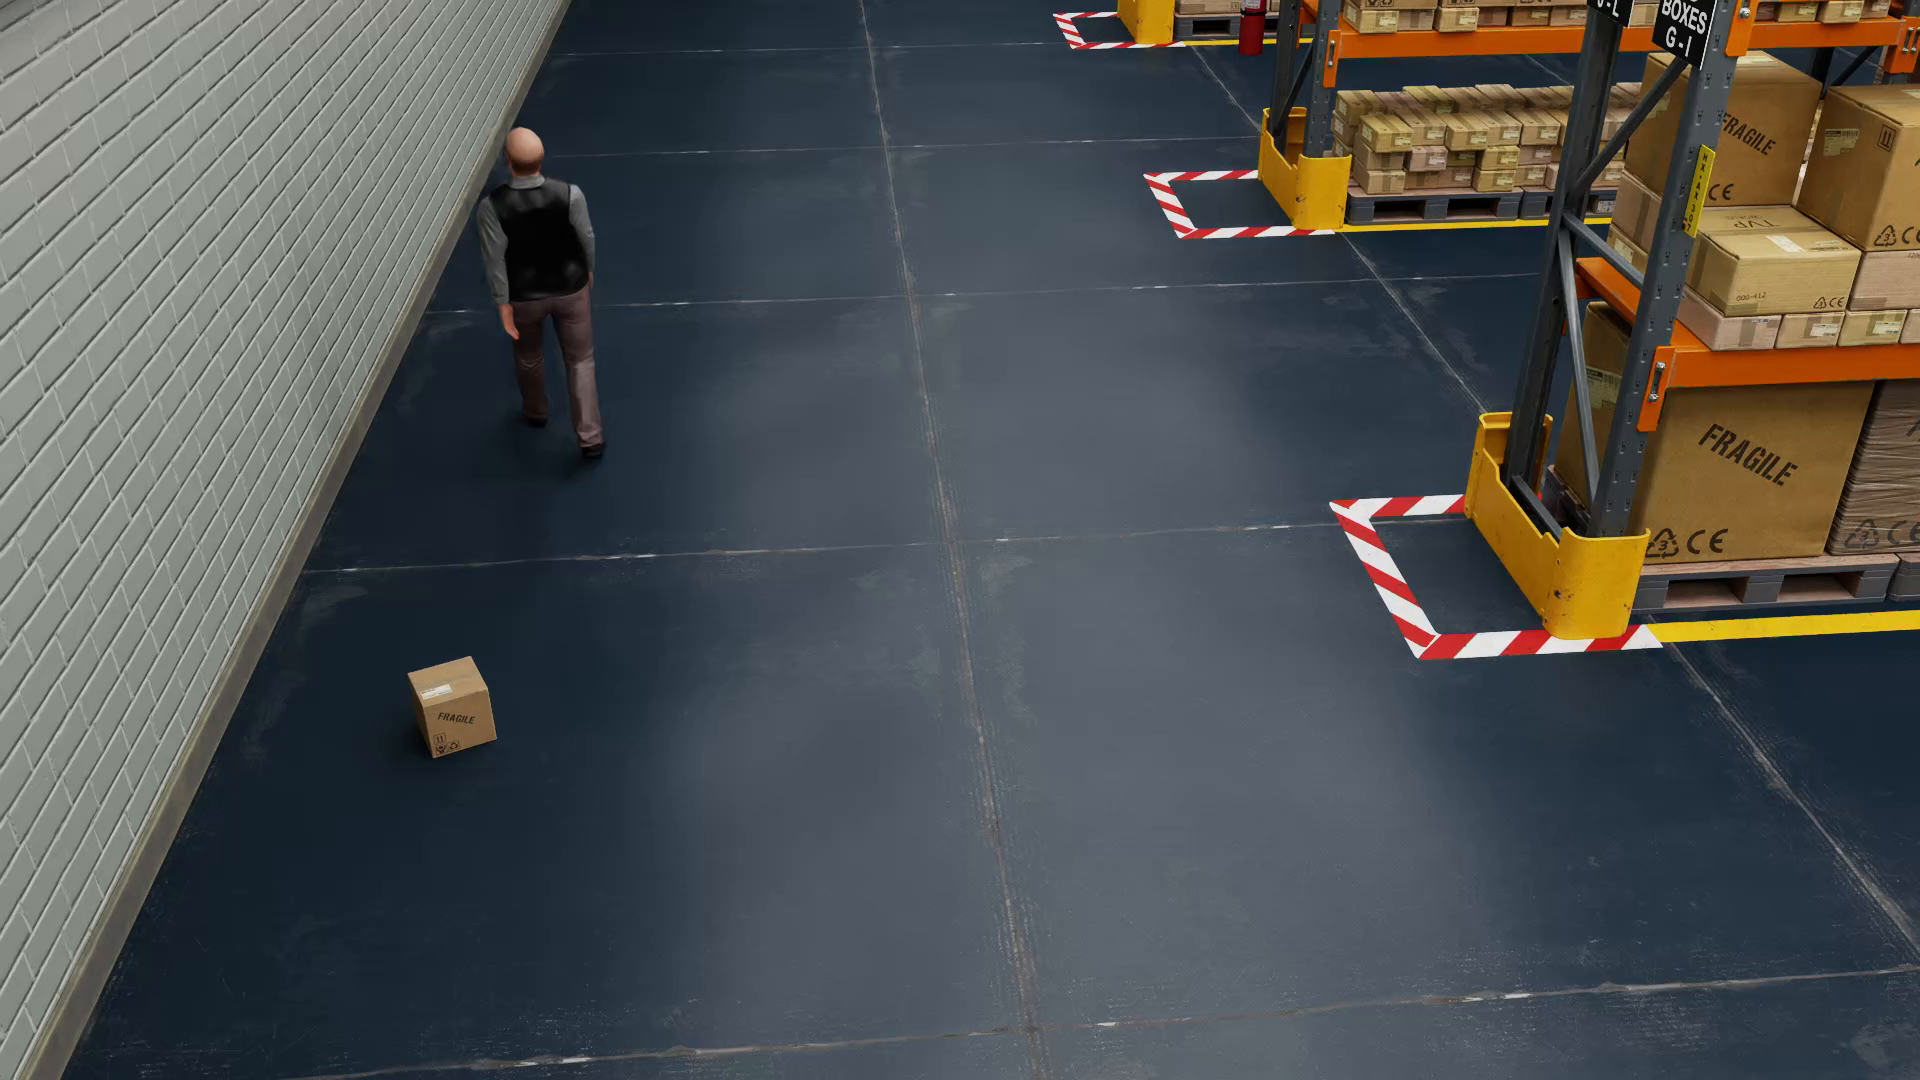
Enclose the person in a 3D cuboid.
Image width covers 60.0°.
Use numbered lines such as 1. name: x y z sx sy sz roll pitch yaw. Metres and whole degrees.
1. person: -2.064 -1.257 8.265 0.539 1.685 0.905 -8 32 -12
